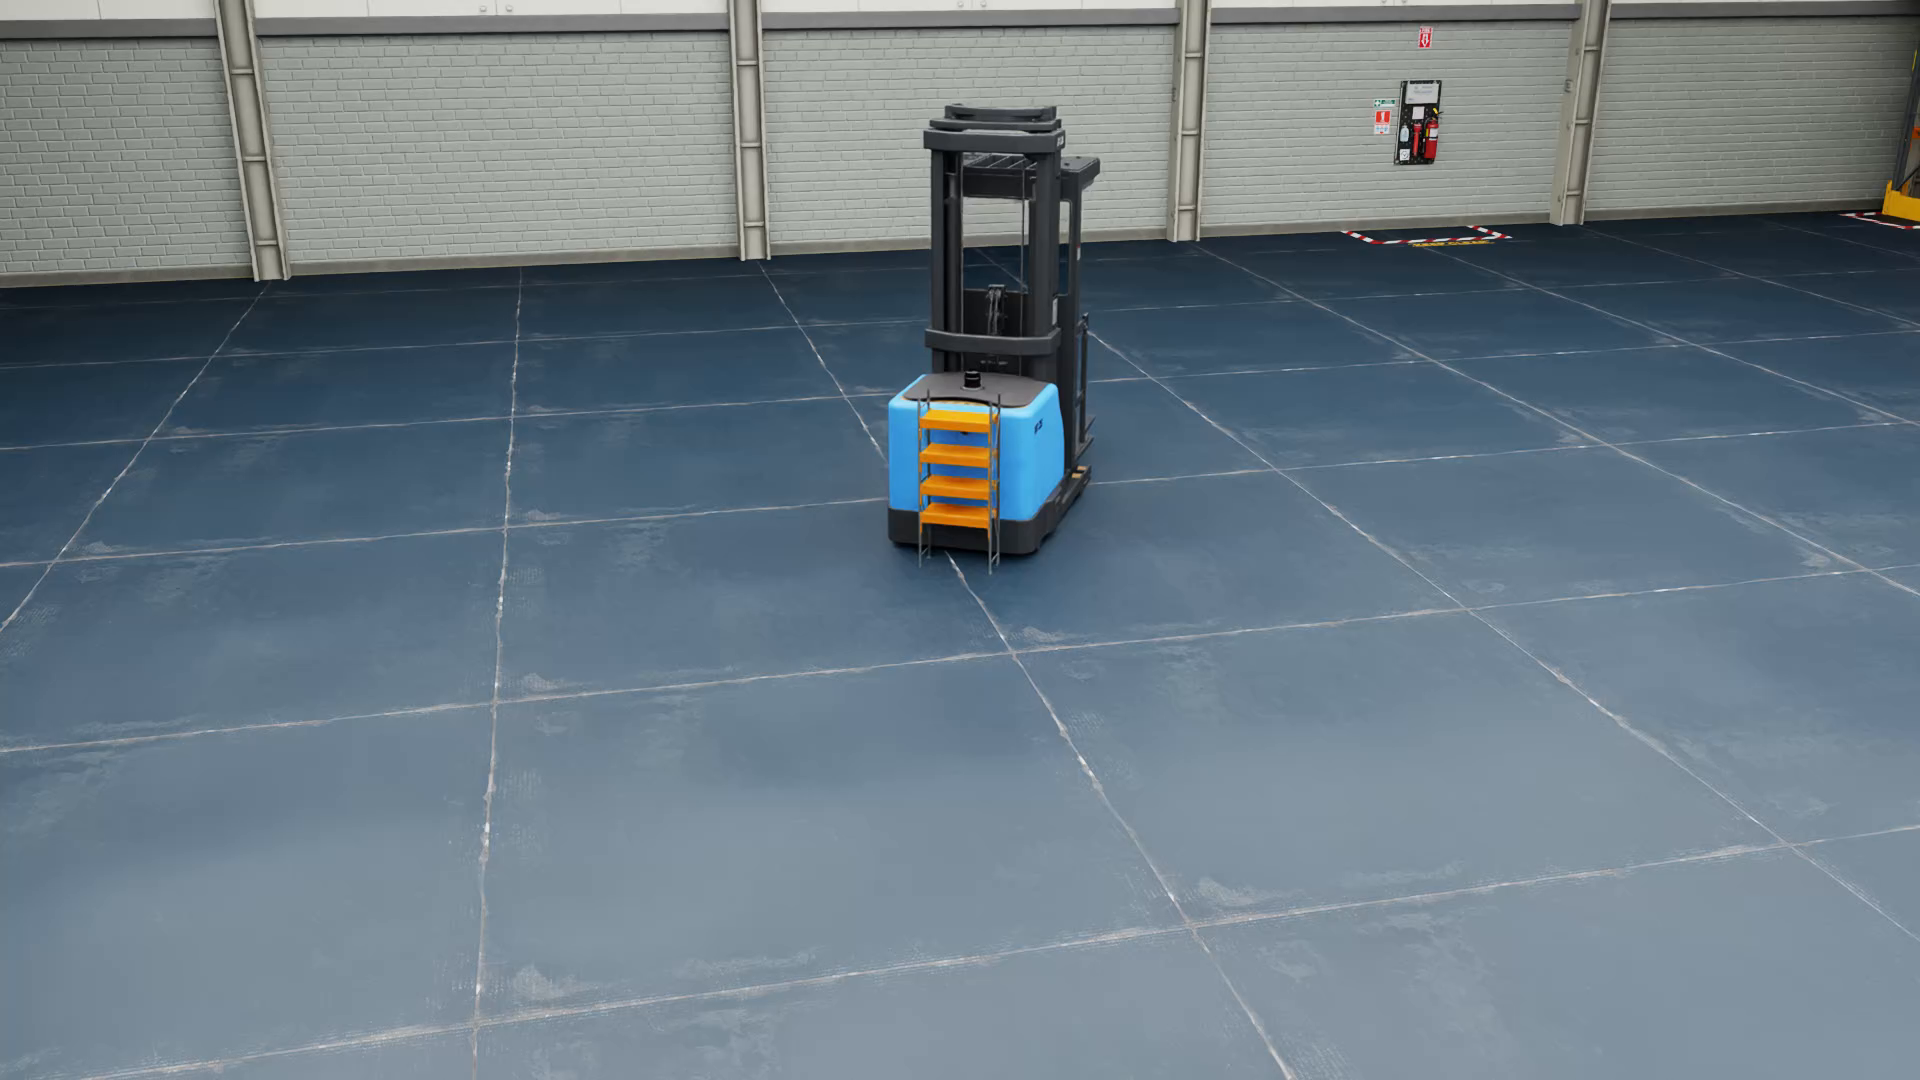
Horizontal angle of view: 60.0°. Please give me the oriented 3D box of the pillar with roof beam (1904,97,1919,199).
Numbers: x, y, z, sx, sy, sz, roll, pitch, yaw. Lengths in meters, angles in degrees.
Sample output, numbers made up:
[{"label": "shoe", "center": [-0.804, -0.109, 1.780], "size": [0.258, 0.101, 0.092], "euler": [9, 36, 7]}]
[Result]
[{"label": "pillar with roof beam", "center": [15.789, -7.944, 20.419], "size": [0.400, 9.000, 9.100], "euler": [-5, 21, -12]}]

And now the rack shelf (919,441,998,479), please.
[{"label": "rack shelf", "center": [-0.005, -0.533, 11.071], "size": [0.480, 0.148, 0.258], "euler": [5, 21, 15]}]

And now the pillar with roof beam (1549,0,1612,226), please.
[{"label": "pillar with roof beam", "center": [9.950, -7.469, 19.122], "size": [0.400, 9.000, 9.100], "euler": [-5, 21, -12]}]

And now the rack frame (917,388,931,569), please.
[{"label": "rack frame", "center": [-0.240, -0.409, 11.186], "size": [0.015, 1.200, 0.240], "euler": [5, 21, 15]}]

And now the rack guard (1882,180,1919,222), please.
[{"label": "rack guard", "center": [14.391, -5.056, 24.889], "size": [0.348, 0.500, 1.175], "euler": [-5, 21, -12]}]

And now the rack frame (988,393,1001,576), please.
[{"label": "rack frame", "center": [0.230, -0.364, 11.063], "size": [0.015, 1.200, 0.240], "euler": [5, 21, 15]}]

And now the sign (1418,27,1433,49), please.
[{"label": "sign", "center": [6.515, -7.032, 23.279], "size": [0.199, 0.298, 0.001], "euler": [-5, 21, -12]}]

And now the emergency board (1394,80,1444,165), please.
[{"label": "emergency board", "center": [6.546, -5.911, 23.589], "size": [0.643, 1.169, 0.194], "euler": [-5, 21, -12]}]

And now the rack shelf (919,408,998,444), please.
[{"label": "rack shelf", "center": [-0.005, -0.755, 10.990], "size": [0.480, 0.148, 0.258], "euler": [5, 21, 15]}]

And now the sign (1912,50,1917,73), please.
[{"label": "sign", "center": [14.208, -7.103, 24.701], "size": [0.005, 0.325, 0.100], "euler": [-5, 21, -12]}]

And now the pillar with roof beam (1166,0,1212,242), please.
[{"label": "pillar with roof beam", "center": [4.111, -6.994, 17.826], "size": [0.400, 9.000, 9.100], "euler": [-5, 21, -12]}]

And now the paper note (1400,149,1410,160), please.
[{"label": "paper note", "center": [6.358, -5.506, 23.765], "size": [0.142, 0.148, 0.016], "euler": [-5, 21, -12]}]

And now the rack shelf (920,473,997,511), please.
[{"label": "rack shelf", "center": [-0.005, -0.323, 11.148], "size": [0.480, 0.148, 0.258], "euler": [5, 21, 15]}]

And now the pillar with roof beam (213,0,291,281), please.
[{"label": "pillar with roof beam", "center": [-7.567, -6.045, 15.233], "size": [0.400, 9.000, 9.100], "euler": [-5, 21, -12]}]

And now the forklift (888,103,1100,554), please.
[{"label": "forklift", "center": [0.394, -1.753, 12.340], "size": [1.130, 2.935, 3.031], "euler": [6, 21, 15]}]

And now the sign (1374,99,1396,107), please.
[{"label": "sign", "center": [5.991, -6.164, 23.459], "size": [0.331, 0.109, 0.001], "euler": [-5, 21, -12]}]

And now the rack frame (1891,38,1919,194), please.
[{"label": "rack frame", "center": [14.317, -6.223, 24.443], "size": [0.127, 3.000, 1.000], "euler": [-5, 21, -12]}]

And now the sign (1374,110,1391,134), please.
[{"label": "sign", "center": [5.984, -5.918, 23.557], "size": [0.234, 0.329, 0.001], "euler": [-5, 21, -12]}]

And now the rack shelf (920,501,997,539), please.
[{"label": "rack shelf", "center": [-0.005, -0.137, 11.216], "size": [0.480, 0.148, 0.258], "euler": [5, 21, 15]}]

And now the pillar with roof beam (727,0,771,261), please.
[{"label": "pillar with roof beam", "center": [-1.728, -6.520, 16.529], "size": [0.400, 9.000, 9.100], "euler": [-5, 21, -12]}]

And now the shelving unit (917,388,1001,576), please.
[{"label": "shelving unit", "center": [-0.005, -0.386, 11.125], "size": [0.503, 1.200, 0.258], "euler": [5, 21, 15]}]

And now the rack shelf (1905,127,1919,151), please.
[{"label": "rack shelf", "center": [16.263, -6.044, 24.999], "size": [4.000, 0.370, 1.077], "euler": [-5, 21, -12]}]
